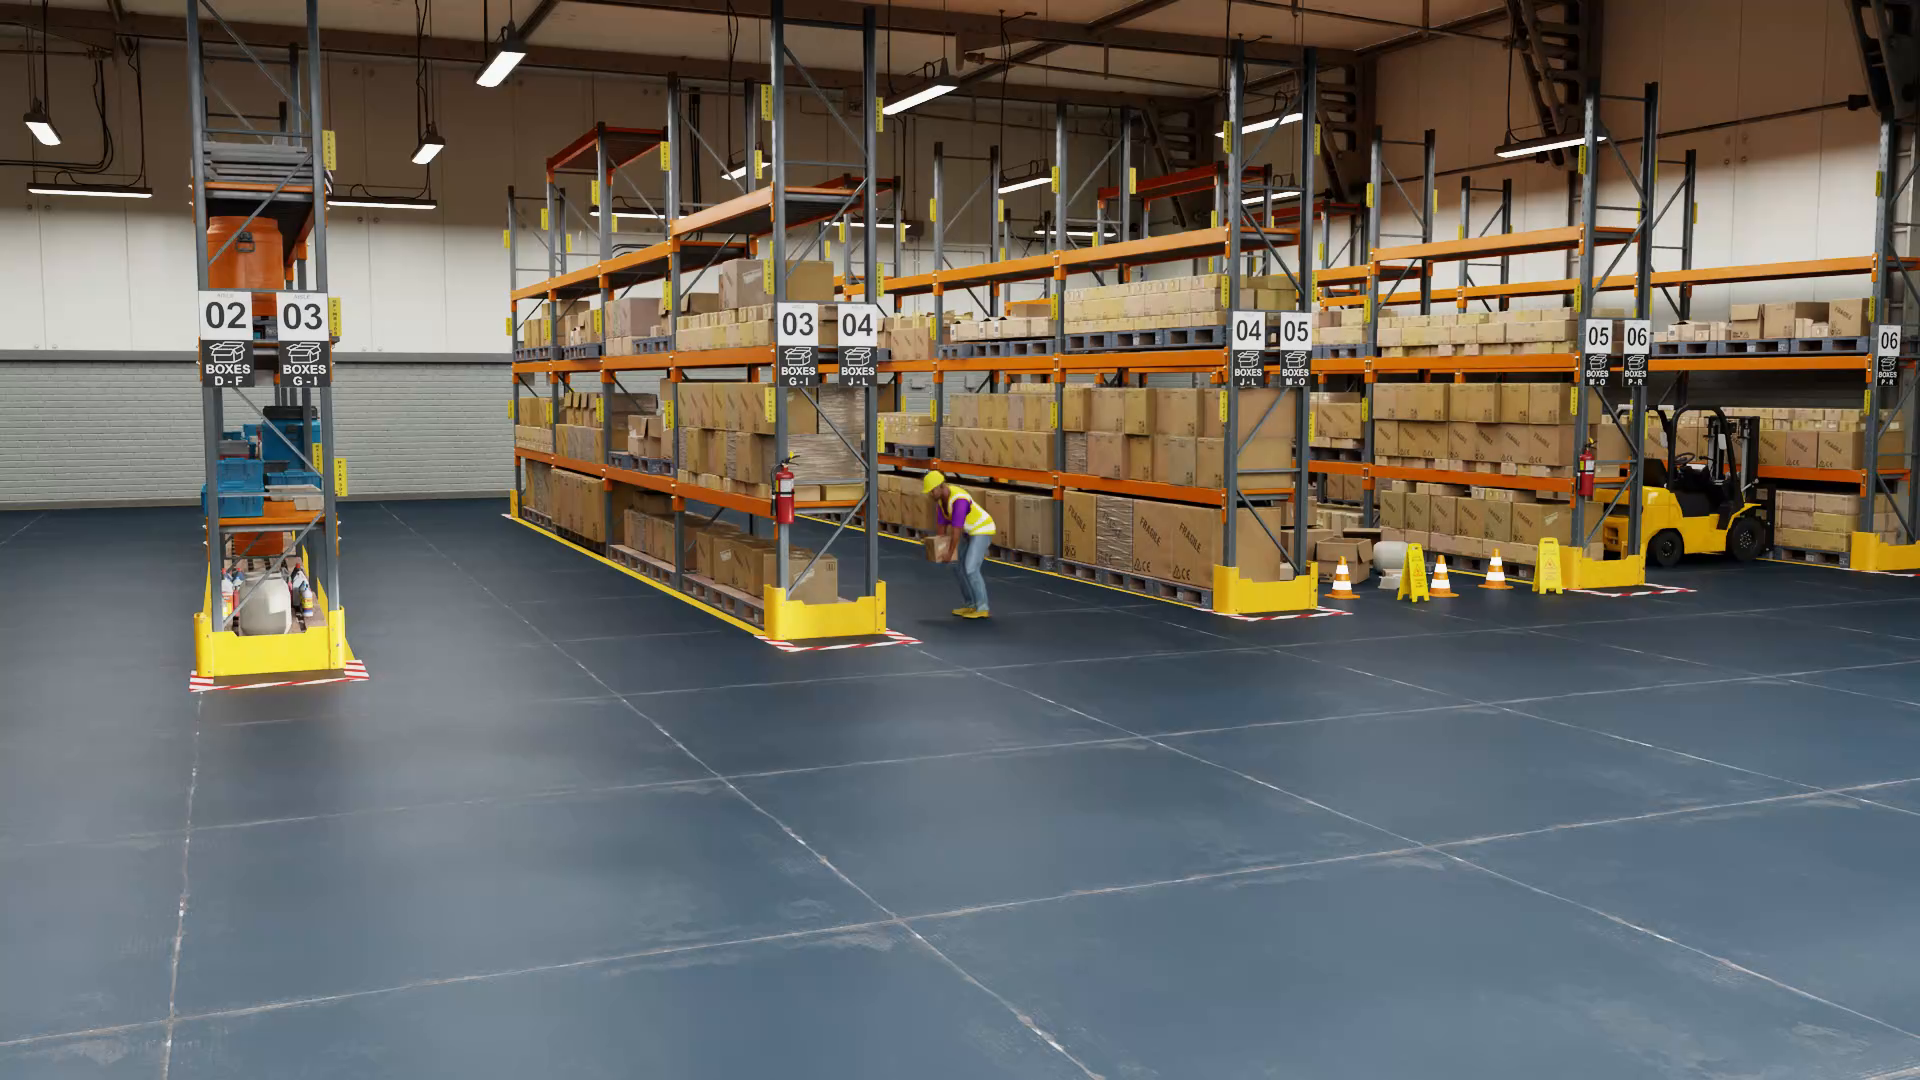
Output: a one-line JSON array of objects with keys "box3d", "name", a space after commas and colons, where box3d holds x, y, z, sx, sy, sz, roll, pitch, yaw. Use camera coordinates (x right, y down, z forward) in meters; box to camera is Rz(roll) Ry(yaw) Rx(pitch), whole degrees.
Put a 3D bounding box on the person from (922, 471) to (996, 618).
[{"box3d": [-0.025, 0.043, 17.364, 0.802, 1.542, 0.488, -3, 6, -25], "name": "person"}]
